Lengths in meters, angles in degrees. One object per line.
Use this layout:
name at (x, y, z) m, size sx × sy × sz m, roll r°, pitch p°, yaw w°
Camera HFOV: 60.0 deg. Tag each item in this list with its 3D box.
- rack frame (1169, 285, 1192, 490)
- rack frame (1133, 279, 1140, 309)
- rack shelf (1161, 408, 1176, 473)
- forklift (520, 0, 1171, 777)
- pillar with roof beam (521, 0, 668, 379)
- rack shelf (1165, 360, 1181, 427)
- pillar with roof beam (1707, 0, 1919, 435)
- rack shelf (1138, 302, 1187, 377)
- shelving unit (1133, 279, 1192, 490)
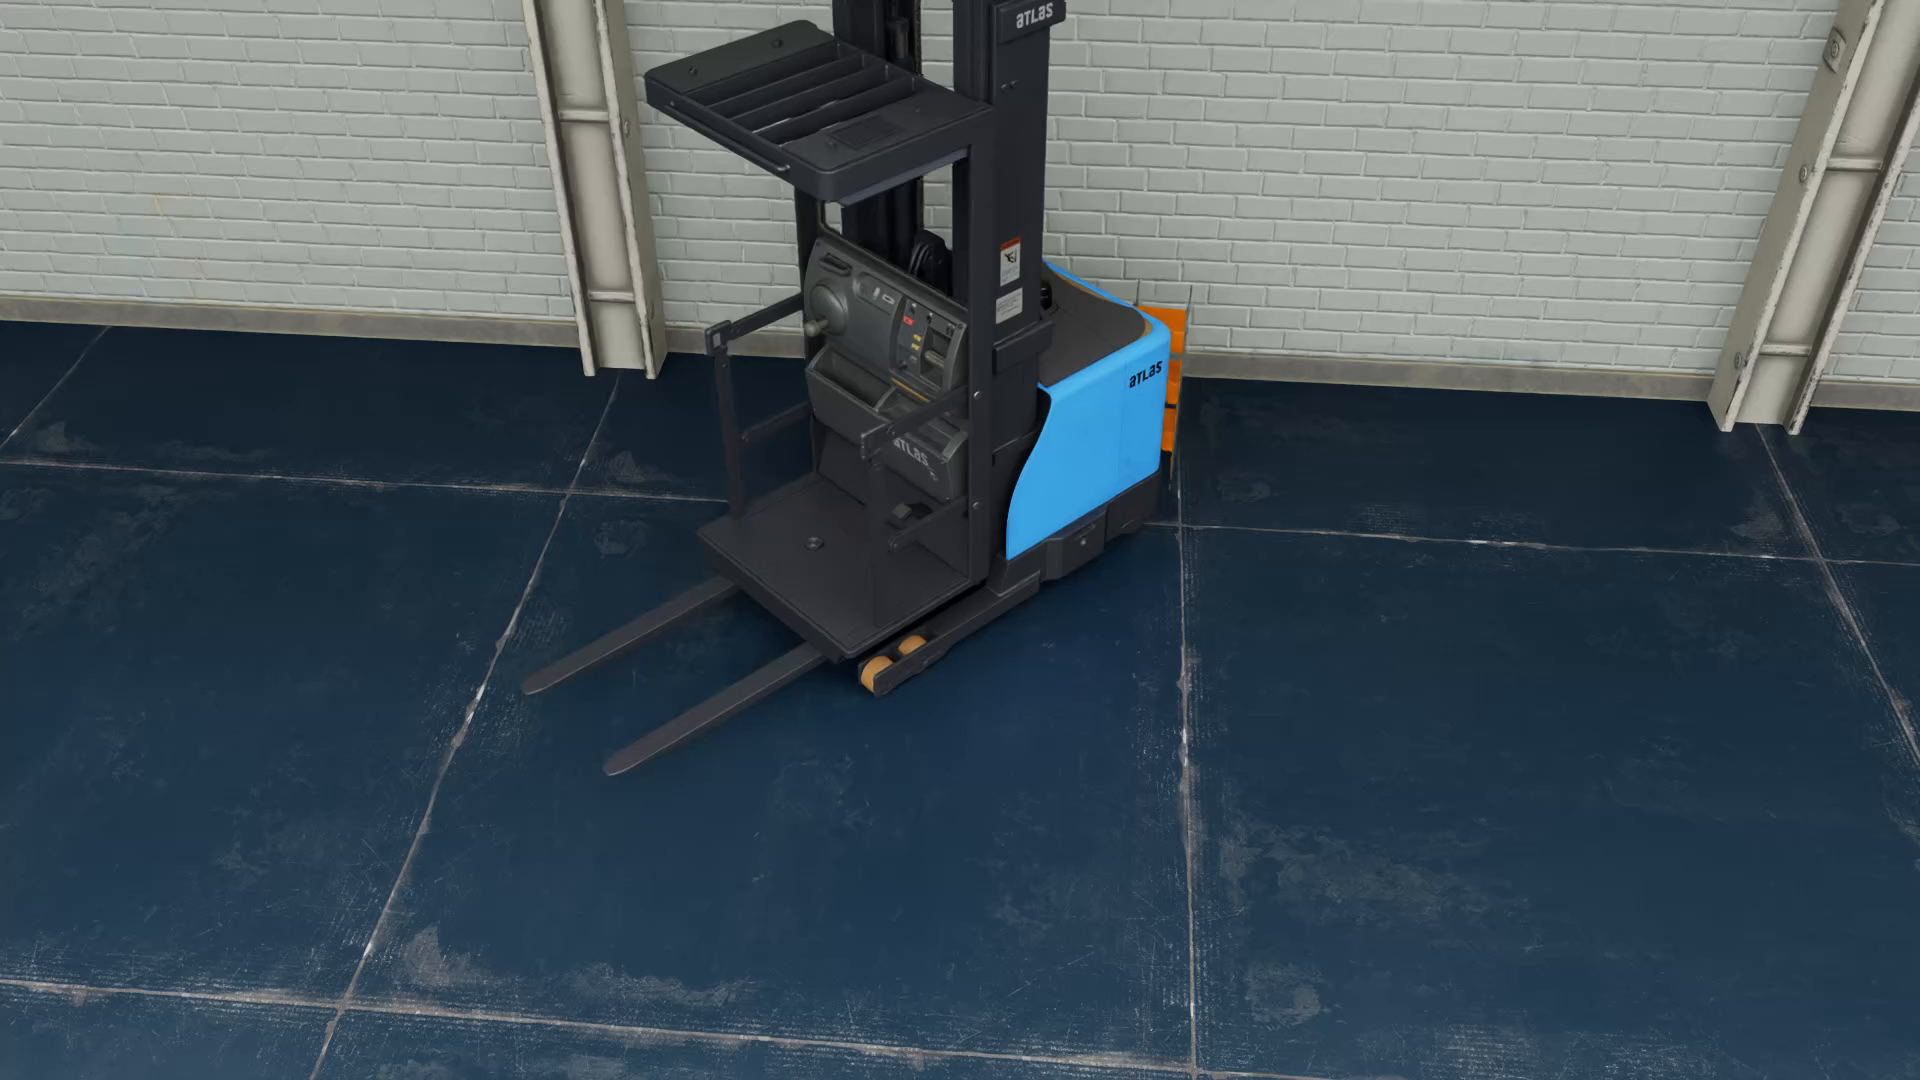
rack frame at (1.055, -0.715, 7.967) m, size 0.008 × 1.050 × 0.200 m, roll 7°, pitch 40°, yaw 9°
rack frame at (0.816, -0.745, 8.004) m, size 0.008 × 1.050 × 0.200 m, roll 7°, pitch 40°, yaw 9°
rack shelf at (0.935, -0.506, 8.168) m, size 0.240 × 0.259 × 0.215 m, roll 7°, pitch 40°, yaw 9°
forklift at (-0.468, -0.849, 6.642) m, size 3.031 × 2.935 × 1.130 m, roll -30°, pitch 48°, yaw -32°
pillar with roof beam at (-2.198, -1.761, 2.955) m, size 0.400 × 9.000 × 9.100 m, roll 3°, pitch 39°, yaw 4°
rack shelf at (0.935, -0.722, 7.992) m, size 0.240 × 0.259 × 0.215 m, roll 7°, pitch 40°, yaw 9°
pillar with roof beam at (3.780, -1.434, 2.553) m, size 0.400 × 9.000 × 9.100 m, roll 3°, pitch 39°, yaw 4°
rack shelf at (0.935, -0.942, 7.813) m, size 0.240 × 0.259 × 0.215 m, roll 7°, pitch 40°, yaw 9°
shelving unit at (0.935, -0.730, 7.986) m, size 0.252 × 1.050 × 0.215 m, roll 7°, pitch 40°, yaw 9°
